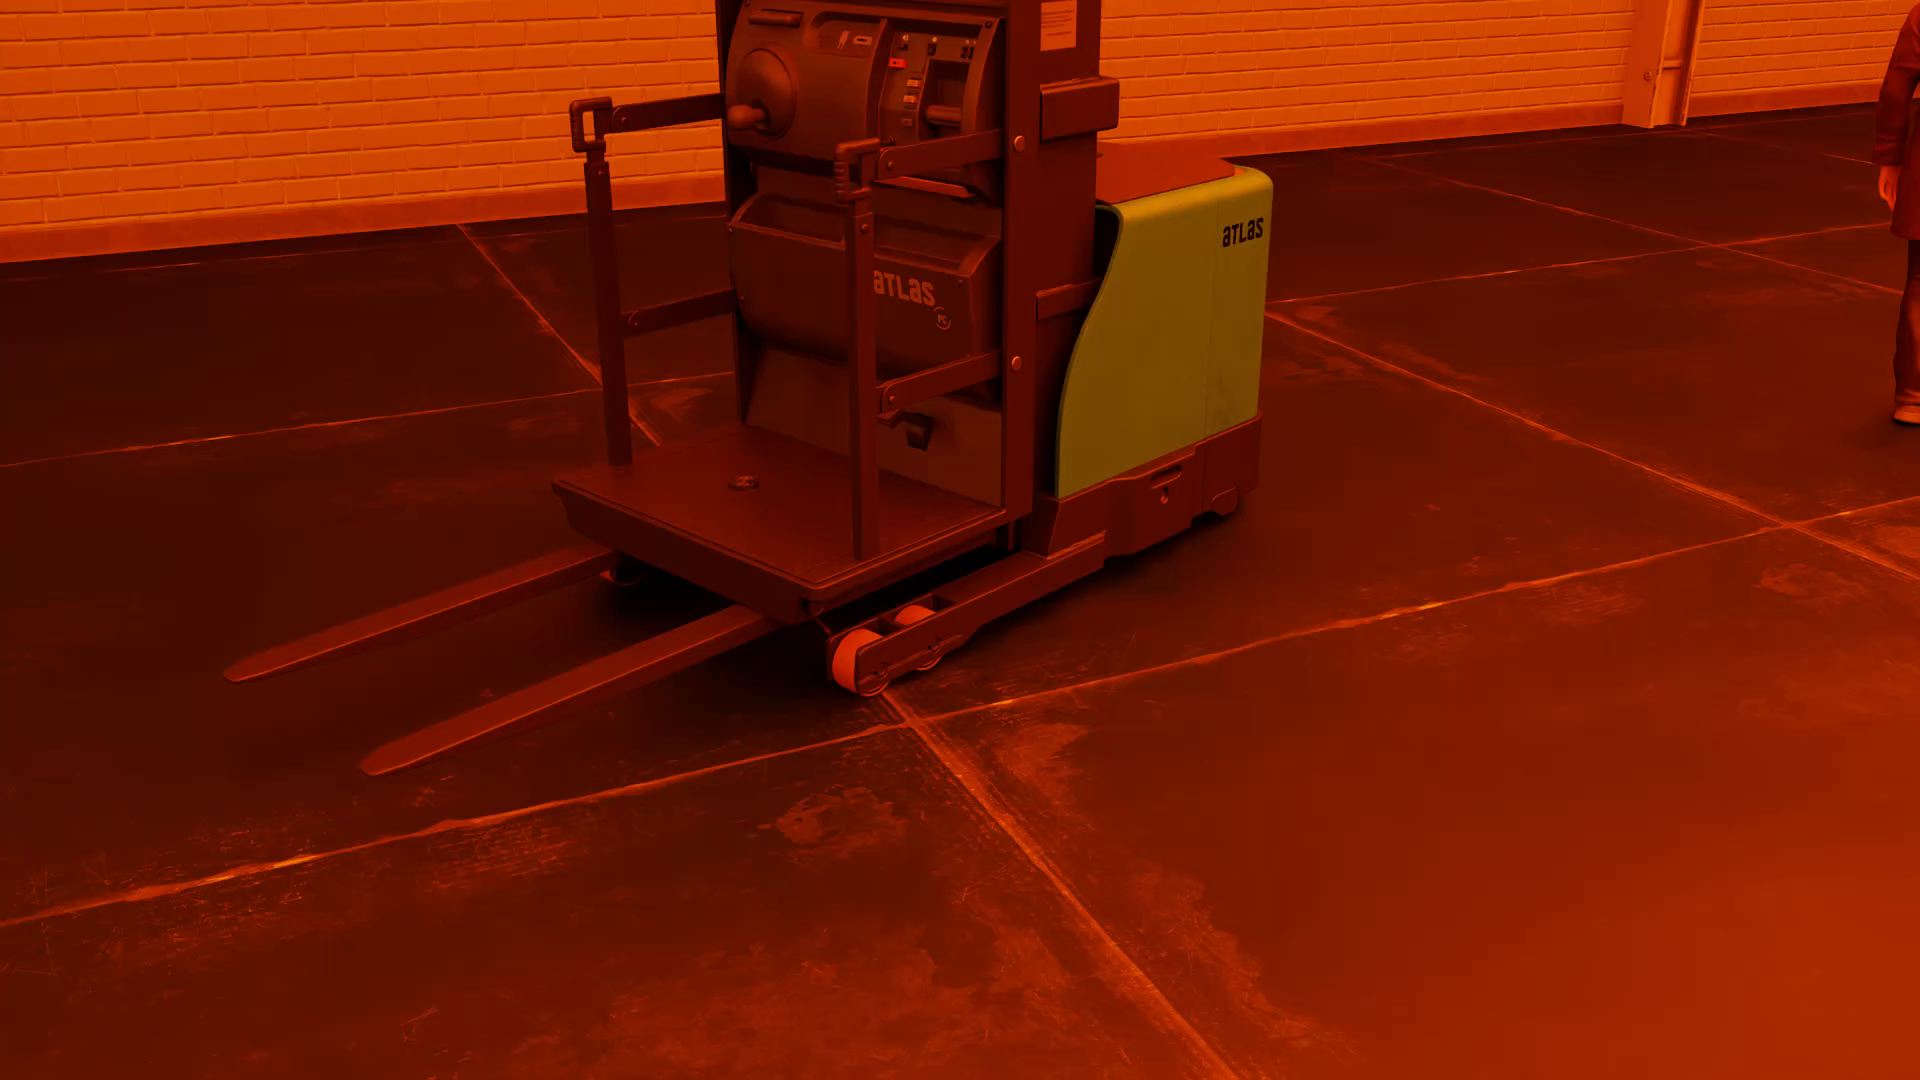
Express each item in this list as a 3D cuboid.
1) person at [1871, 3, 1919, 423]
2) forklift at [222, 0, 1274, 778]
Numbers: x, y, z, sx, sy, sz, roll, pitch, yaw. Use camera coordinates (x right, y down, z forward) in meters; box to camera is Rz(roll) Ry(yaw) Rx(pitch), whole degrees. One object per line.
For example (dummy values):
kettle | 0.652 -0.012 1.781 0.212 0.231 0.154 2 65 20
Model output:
person | 3.610 -1.292 5.880 0.579 1.778 0.696 -18 28 -36
forklift | -0.413 -1.182 4.131 1.130 2.935 3.031 19 29 39
